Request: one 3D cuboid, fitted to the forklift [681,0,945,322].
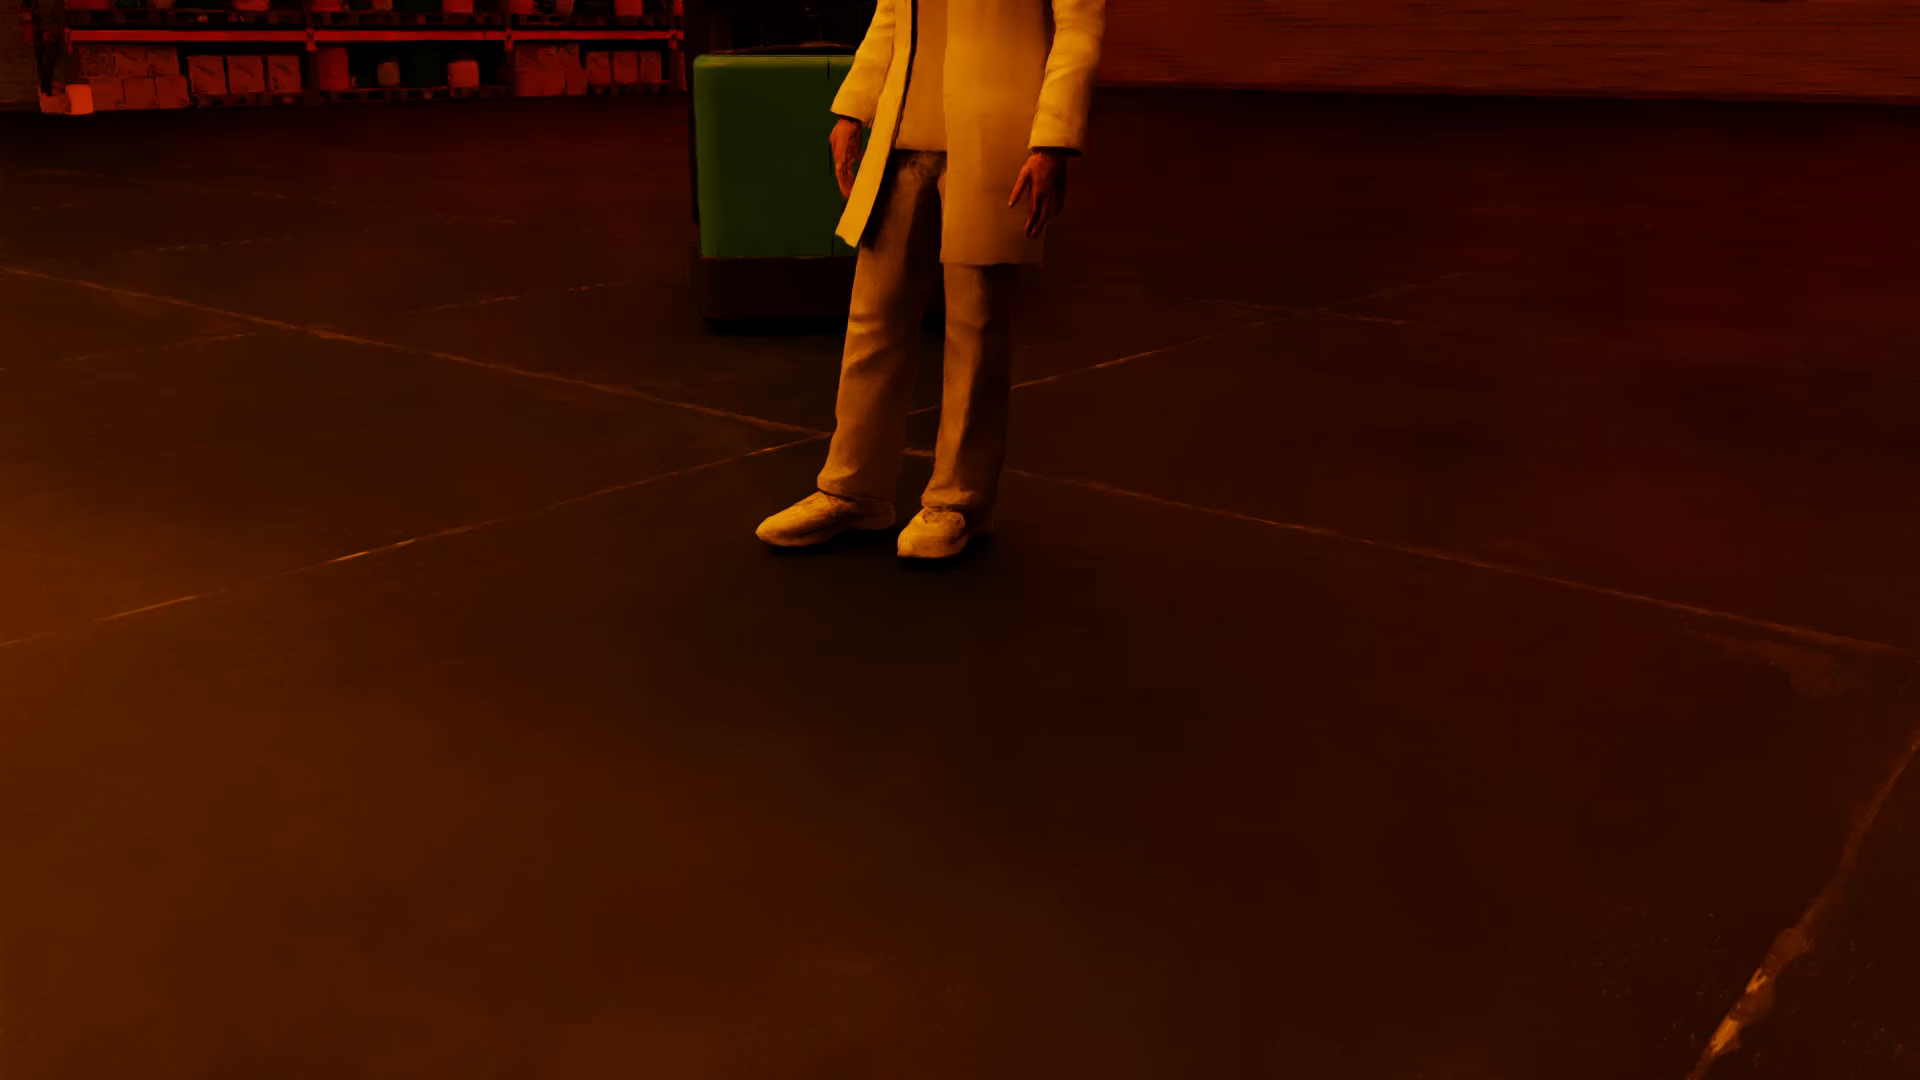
[{"bbox_3d":[-0.742,-2.663,7.668,1.130,2.935,3.031,-3,17,-9],"label":"forklift"}]

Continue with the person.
[{"bbox_3d":[-0.062,-0.838,3.617,0.694,1.776,0.579,13,21,37],"label":"person"}]
